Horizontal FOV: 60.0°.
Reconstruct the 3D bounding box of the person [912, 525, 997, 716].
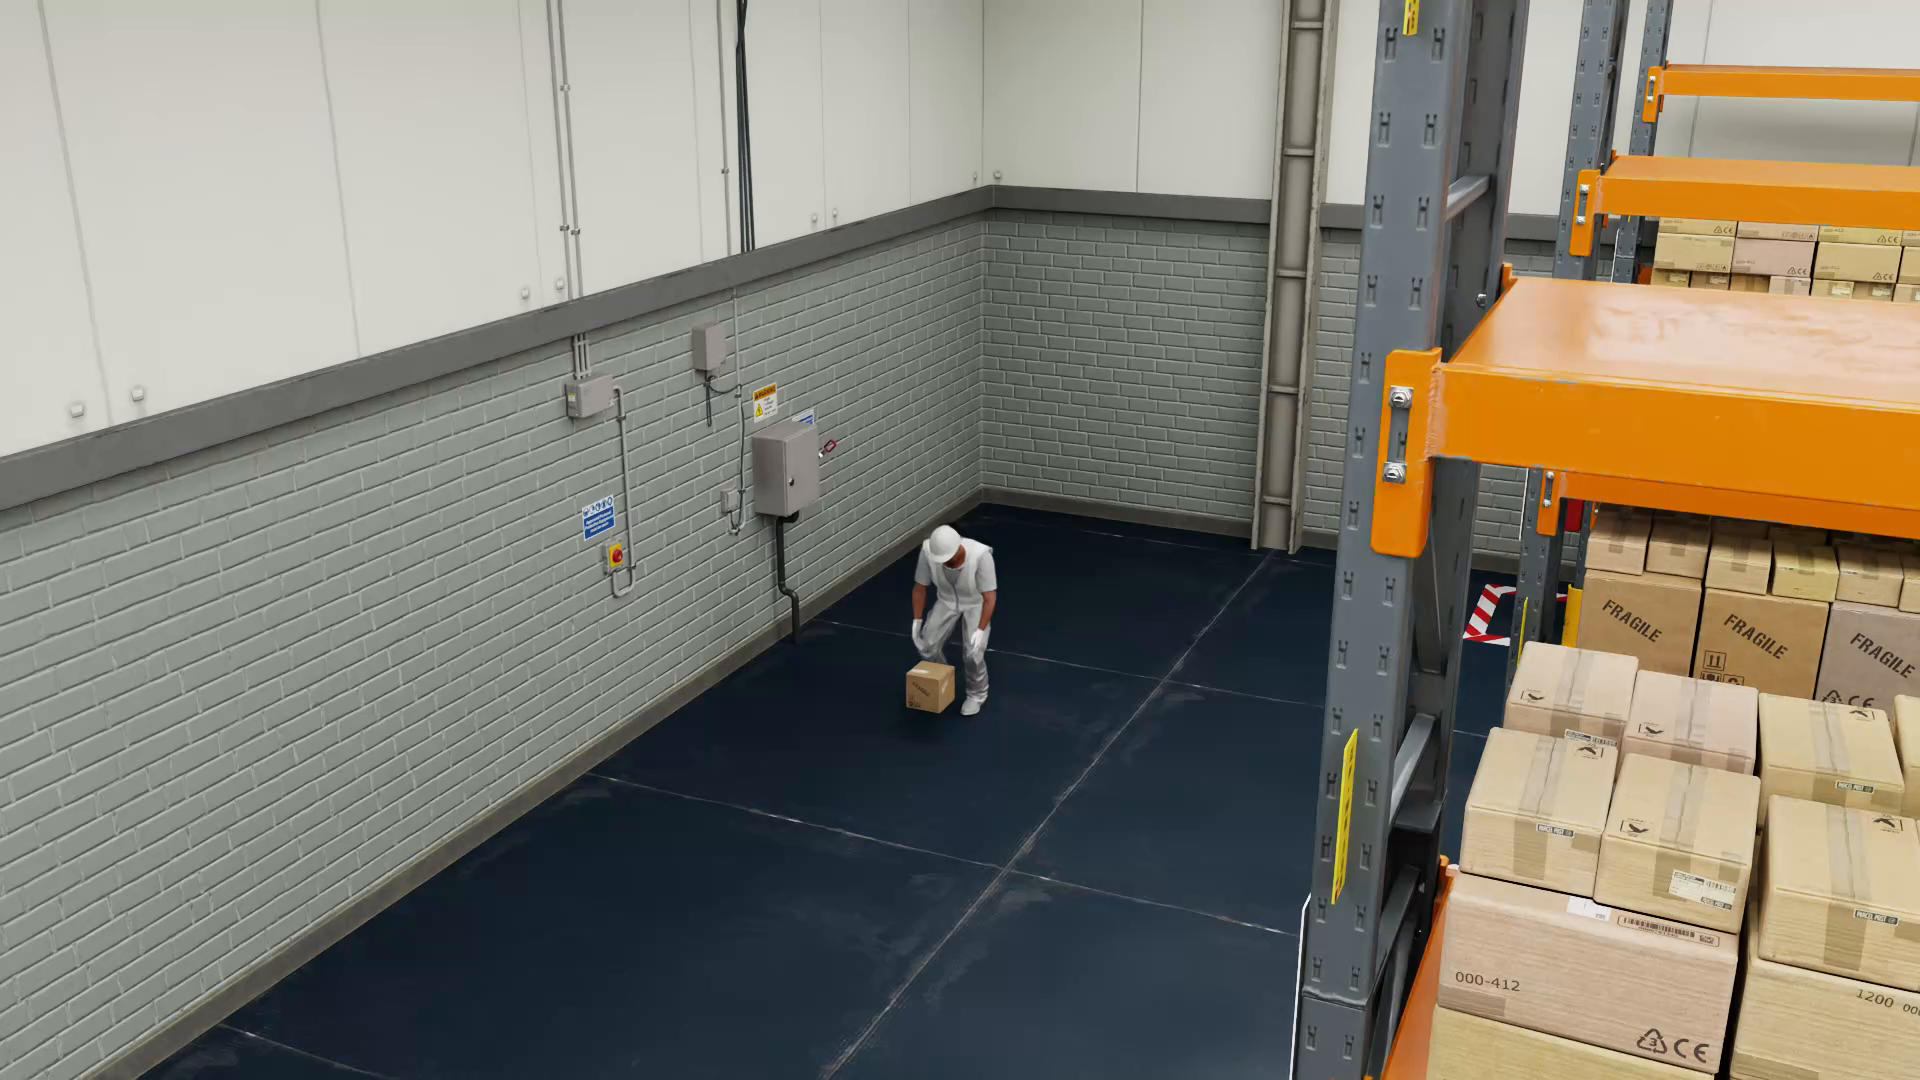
[{"bbox_3d":[0.001,0.512,11.564,0.612,1.441,0.755,8,21,23],"label":"person"}]
